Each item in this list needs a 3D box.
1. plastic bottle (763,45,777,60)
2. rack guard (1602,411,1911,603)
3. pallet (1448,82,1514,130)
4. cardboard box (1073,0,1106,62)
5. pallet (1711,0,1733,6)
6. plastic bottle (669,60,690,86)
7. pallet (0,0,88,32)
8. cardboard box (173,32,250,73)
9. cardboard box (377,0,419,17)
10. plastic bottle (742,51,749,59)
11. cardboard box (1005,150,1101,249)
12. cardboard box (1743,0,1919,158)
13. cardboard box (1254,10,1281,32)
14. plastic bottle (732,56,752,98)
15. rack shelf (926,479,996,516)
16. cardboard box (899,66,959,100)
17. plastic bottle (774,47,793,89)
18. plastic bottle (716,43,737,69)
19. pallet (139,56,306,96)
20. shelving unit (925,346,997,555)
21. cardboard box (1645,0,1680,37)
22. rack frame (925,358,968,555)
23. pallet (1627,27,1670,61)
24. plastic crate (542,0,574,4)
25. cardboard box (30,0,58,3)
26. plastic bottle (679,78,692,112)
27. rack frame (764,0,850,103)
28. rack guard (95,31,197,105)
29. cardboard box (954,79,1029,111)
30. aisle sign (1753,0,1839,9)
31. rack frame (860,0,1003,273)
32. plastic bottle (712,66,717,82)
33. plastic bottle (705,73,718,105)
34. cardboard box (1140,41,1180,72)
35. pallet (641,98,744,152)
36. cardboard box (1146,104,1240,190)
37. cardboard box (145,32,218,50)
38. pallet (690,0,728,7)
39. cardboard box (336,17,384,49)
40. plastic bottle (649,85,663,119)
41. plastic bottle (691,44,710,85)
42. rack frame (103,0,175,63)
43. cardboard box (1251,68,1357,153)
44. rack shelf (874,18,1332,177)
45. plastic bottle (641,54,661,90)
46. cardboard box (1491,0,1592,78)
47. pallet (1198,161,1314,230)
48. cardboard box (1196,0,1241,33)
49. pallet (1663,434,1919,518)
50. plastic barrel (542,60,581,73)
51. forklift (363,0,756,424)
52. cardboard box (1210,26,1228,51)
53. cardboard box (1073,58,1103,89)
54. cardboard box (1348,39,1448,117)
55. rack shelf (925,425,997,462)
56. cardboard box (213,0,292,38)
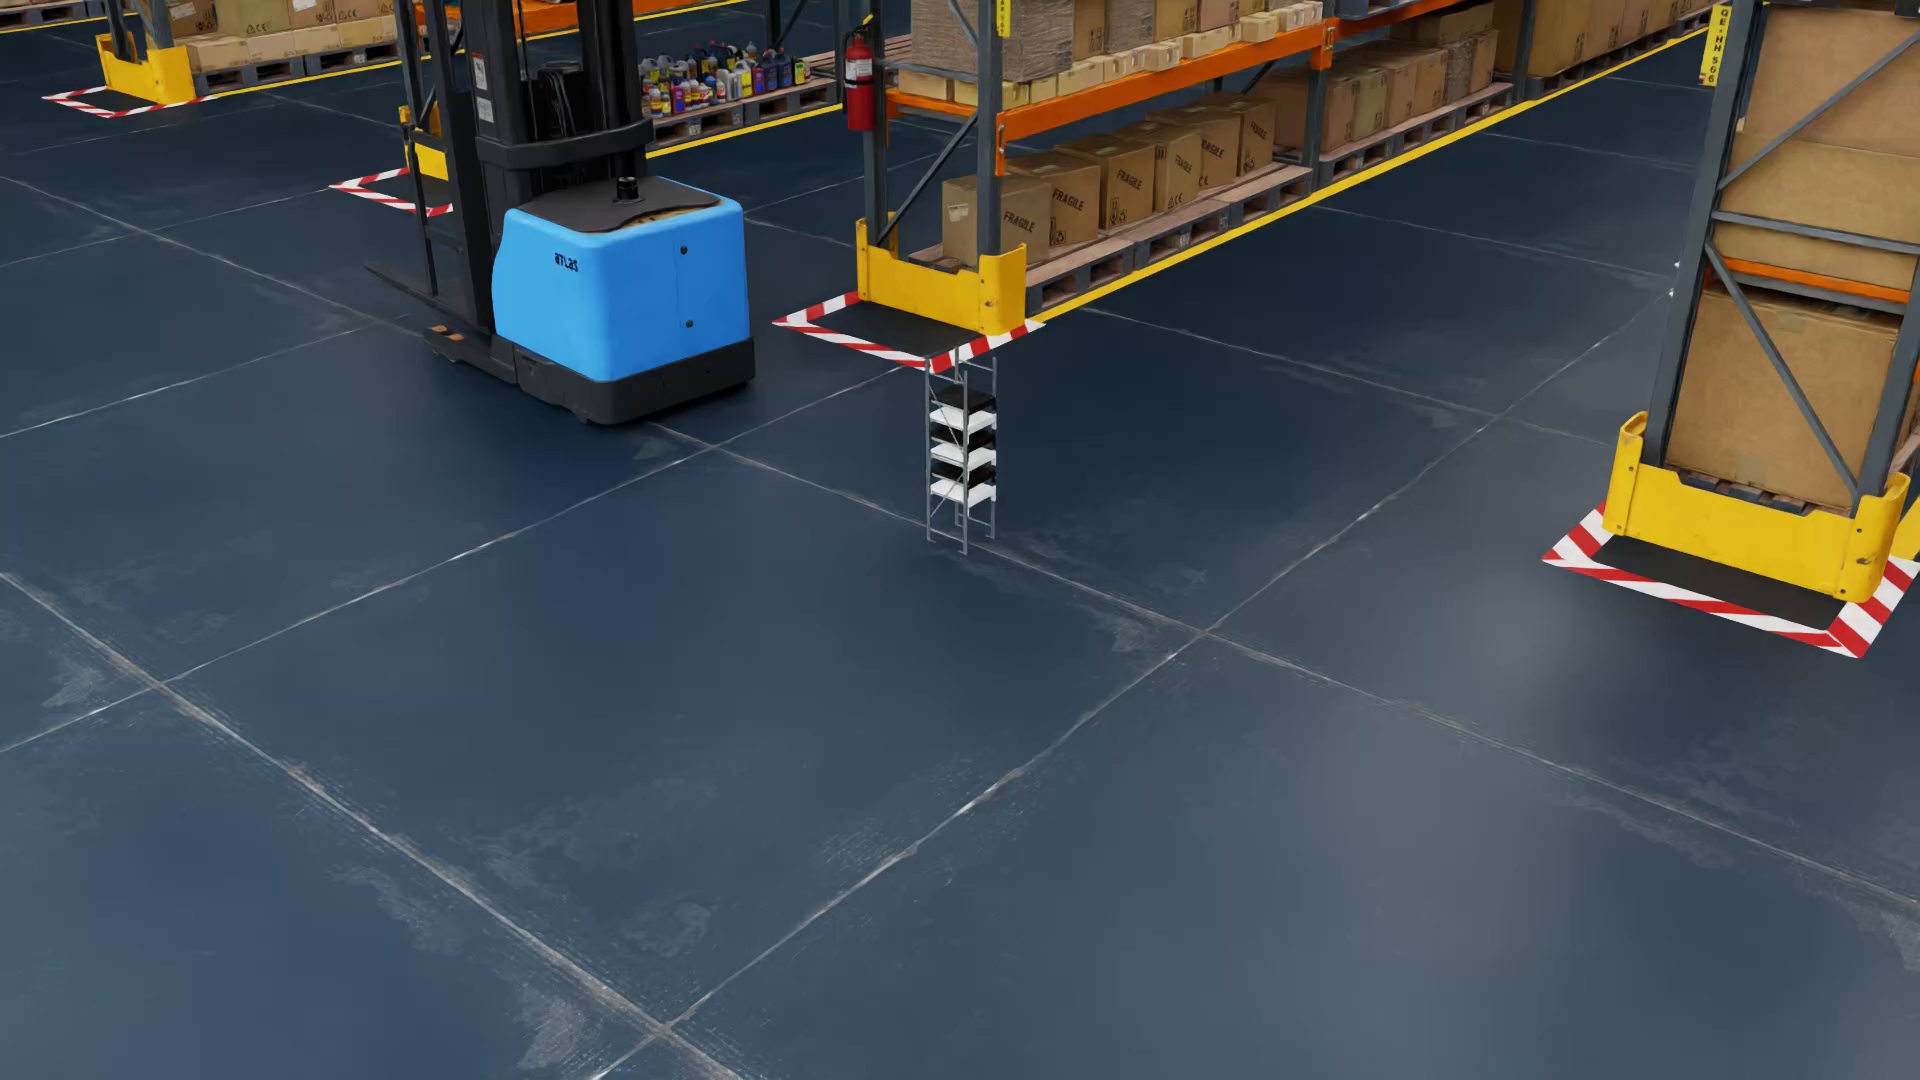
[{"bbox_3d":[-1.753,-4.385,15.366,0.144,0.351,0.185,21,34,34],"label":"plastic bottle"},{"bbox_3d":[3.571,-0.167,7.528,1.175,0.500,0.348,21,34,34],"label":"rack guard"},{"bbox_3d":[4.413,-4.092,15.431,1.003,0.211,1.213,21,34,34],"label":"pallet"},{"bbox_3d":[0.419,-3.347,10.522,0.875,0.500,0.500,21,34,34],"label":"cardboard box"},{"bbox_3d":[8.776,-6.468,20.024,1.003,0.211,1.213,21,34,34],"label":"pallet"},{"bbox_3d":[-2.548,-4.205,15.100,0.152,0.276,0.135,21,34,34],"label":"plastic bottle"},{"bbox_3d":[-11.051,-6.180,19.466,1.003,0.211,1.213,21,34,34],"label":"pallet"},{"bbox_3d":[-7.306,-4.758,16.218,0.500,0.250,0.500,21,34,34],"label":"cardboard box"},{"bbox_3d":[-6.043,-5.803,17.423,0.500,0.500,0.500,21,34,34],"label":"cardboard box"},{"bbox_3d":[-2.060,-4.568,15.883,0.097,0.201,0.097,0,27,0],"label":"plastic bottle"},{"bbox_3d":[0.587,-2.286,11.167,0.500,0.500,0.500,-18,32,-31],"label":"cardboard box"},{"bbox_3d":[3.852,-1.952,6.920,0.875,0.550,0.550,21,34,34],"label":"cardboard box"},{"bbox_3d":[2.086,-3.758,12.024,0.380,0.149,0.250,21,34,34],"label":"cardboard box"},{"bbox_3d":[-1.969,-4.160,14.932,0.144,0.351,0.185,21,34,34],"label":"plastic bottle"},{"bbox_3d":[0.005,-0.213,7.647,0.258,0.077,0.200,21,34,34],"label":"rack shelf"},{"bbox_3d":[-0.155,-2.821,10.211,0.380,0.149,0.250,21,34,34],"label":"cardboard box"},{"bbox_3d":[-1.642,-4.343,15.285,0.144,0.351,0.185,20,33,33],"label":"plastic bottle"},{"bbox_3d":[-2.177,-4.449,15.489,0.144,0.351,0.185,21,34,34],"label":"plastic bottle"},{"bbox_3d":[-7.365,-4.712,16.629,1.003,0.211,1.213,21,34,34],"label":"pallet"},{"bbox_3d":[0.005,-0.403,7.549,0.258,0.900,0.210,21,34,34],"label":"shelving unit"},{"bbox_3d":[7.064,-6.036,18.008,1.225,0.875,0.875,21,34,35],"label":"cardboard box"},{"bbox_3d":[-0.059,-0.367,7.479,0.240,0.900,0.006,21,34,34],"label":"rack frame"},{"bbox_3d":[7.023,-5.491,18.135,1.003,0.211,1.213,21,34,34],"label":"pallet"},{"bbox_3d":[-3.181,-4.325,13.132,0.298,0.136,0.250,21,34,34],"label":"plastic crate"},{"bbox_3d":[-10.771,-6.536,19.568,0.500,0.311,0.500,24,36,38],"label":"cardboard box"},{"bbox_3d":[-2.387,-3.875,14.467,0.097,0.271,0.097,0,27,0],"label":"plastic bottle"},{"bbox_3d":[-1.455,-5.637,15.381,1.000,3.000,0.127,21,34,34],"label":"rack frame"},{"bbox_3d":[-7.834,-4.549,15.999,1.175,0.500,0.348,21,34,34],"label":"rack guard"},{"bbox_3d":[0.188,-2.691,9.960,0.380,0.149,0.250,21,34,34],"label":"cardboard box"},{"bbox_3d":[3.309,-2.503,6.494,0.394,0.787,0.004,21,34,34],"label":"aisle sign"},{"bbox_3d":[-0.177,-2.771,9.842,1.000,3.000,0.127,21,34,34],"label":"rack frame"},{"bbox_3d":[-2.158,-4.105,14.898,0.061,0.283,0.133,21,34,34],"label":"plastic bottle"},{"bbox_3d":[-2.195,-3.983,14.675,0.097,0.271,0.097,0,27,0],"label":"plastic bottle"},{"bbox_3d":[1.217,-3.194,10.933,0.380,0.149,0.250,21,34,34],"label":"cardboard box"},{"bbox_3d":[-2.690,-3.738,14.745,1.003,0.211,1.213,21,34,34],"label":"pallet"},{"bbox_3d":[1.723,-2.930,12.413,0.500,0.500,0.500,-16,31,-28],"label":"cardboard box"},{"bbox_3d":[-7.706,-4.909,16.511,0.500,0.250,0.500,21,34,34],"label":"cardboard box"},{"bbox_3d":[-3.284,-6.985,21.022,1.003,0.211,1.213,21,34,34],"label":"pallet"},{"bbox_3d":[-6.351,-5.289,17.245,0.500,0.250,0.500,21,34,34],"label":"cardboard box"},{"bbox_3d":[-2.605,-3.754,14.232,0.097,0.271,0.097,0,27,0],"label":"plastic bottle"},{"bbox_3d":[-2.408,-4.424,15.441,0.144,0.351,0.185,19,33,32],"label":"plastic bottle"},{"bbox_3d":[-7.819,-5.667,15.441,1.000,3.000,0.127,21,34,34],"label":"rack frame"},{"bbox_3d":[2.774,-3.486,13.465,0.700,0.500,0.500,18,32,31],"label":"cardboard box"},{"bbox_3d":[1.095,-3.161,11.378,1.077,0.370,4.000,21,34,34],"label":"rack shelf"},{"bbox_3d":[-2.797,-4.207,15.022,0.144,0.351,0.185,22,35,36],"label":"plastic bottle"},{"bbox_3d":[5.367,-5.089,16.178,1.225,0.875,0.875,19,33,32],"label":"cardboard box"},{"bbox_3d":[1.967,-2.702,12.744,1.003,0.211,1.213,21,34,34],"label":"pallet"},{"bbox_3d":[1.448,-3.850,11.496,0.875,0.500,0.500,21,34,34],"label":"cardboard box"},{"bbox_3d":[4.034,-0.353,8.203,1.003,0.211,1.213,21,34,34],"label":"pallet"},{"bbox_3d":[-3.320,-3.733,13.953,0.421,0.512,0.421,0,27,0],"label":"plastic barrel"},{"bbox_3d":[-2.545,-2.491,9.376,1.130,2.935,3.031,-24,36,-39],"label":"forklift"},{"bbox_3d":[1.624,-3.487,11.499,0.380,0.149,0.250,21,34,34],"label":"cardboard box"},{"bbox_3d":[0.676,-2.953,10.467,0.380,0.149,0.250,21,34,34],"label":"cardboard box"},{"bbox_3d":[3.803,-4.046,14.548,0.700,0.500,0.500,24,36,38],"label":"cardboard box"},{"bbox_3d":[0.005,-0.453,7.523,0.258,0.077,0.200,21,34,34],"label":"rack shelf"},{"bbox_3d":[-6.989,-5.269,16.389,0.500,0.500,0.500,21,34,34],"label":"cardboard box"}]
